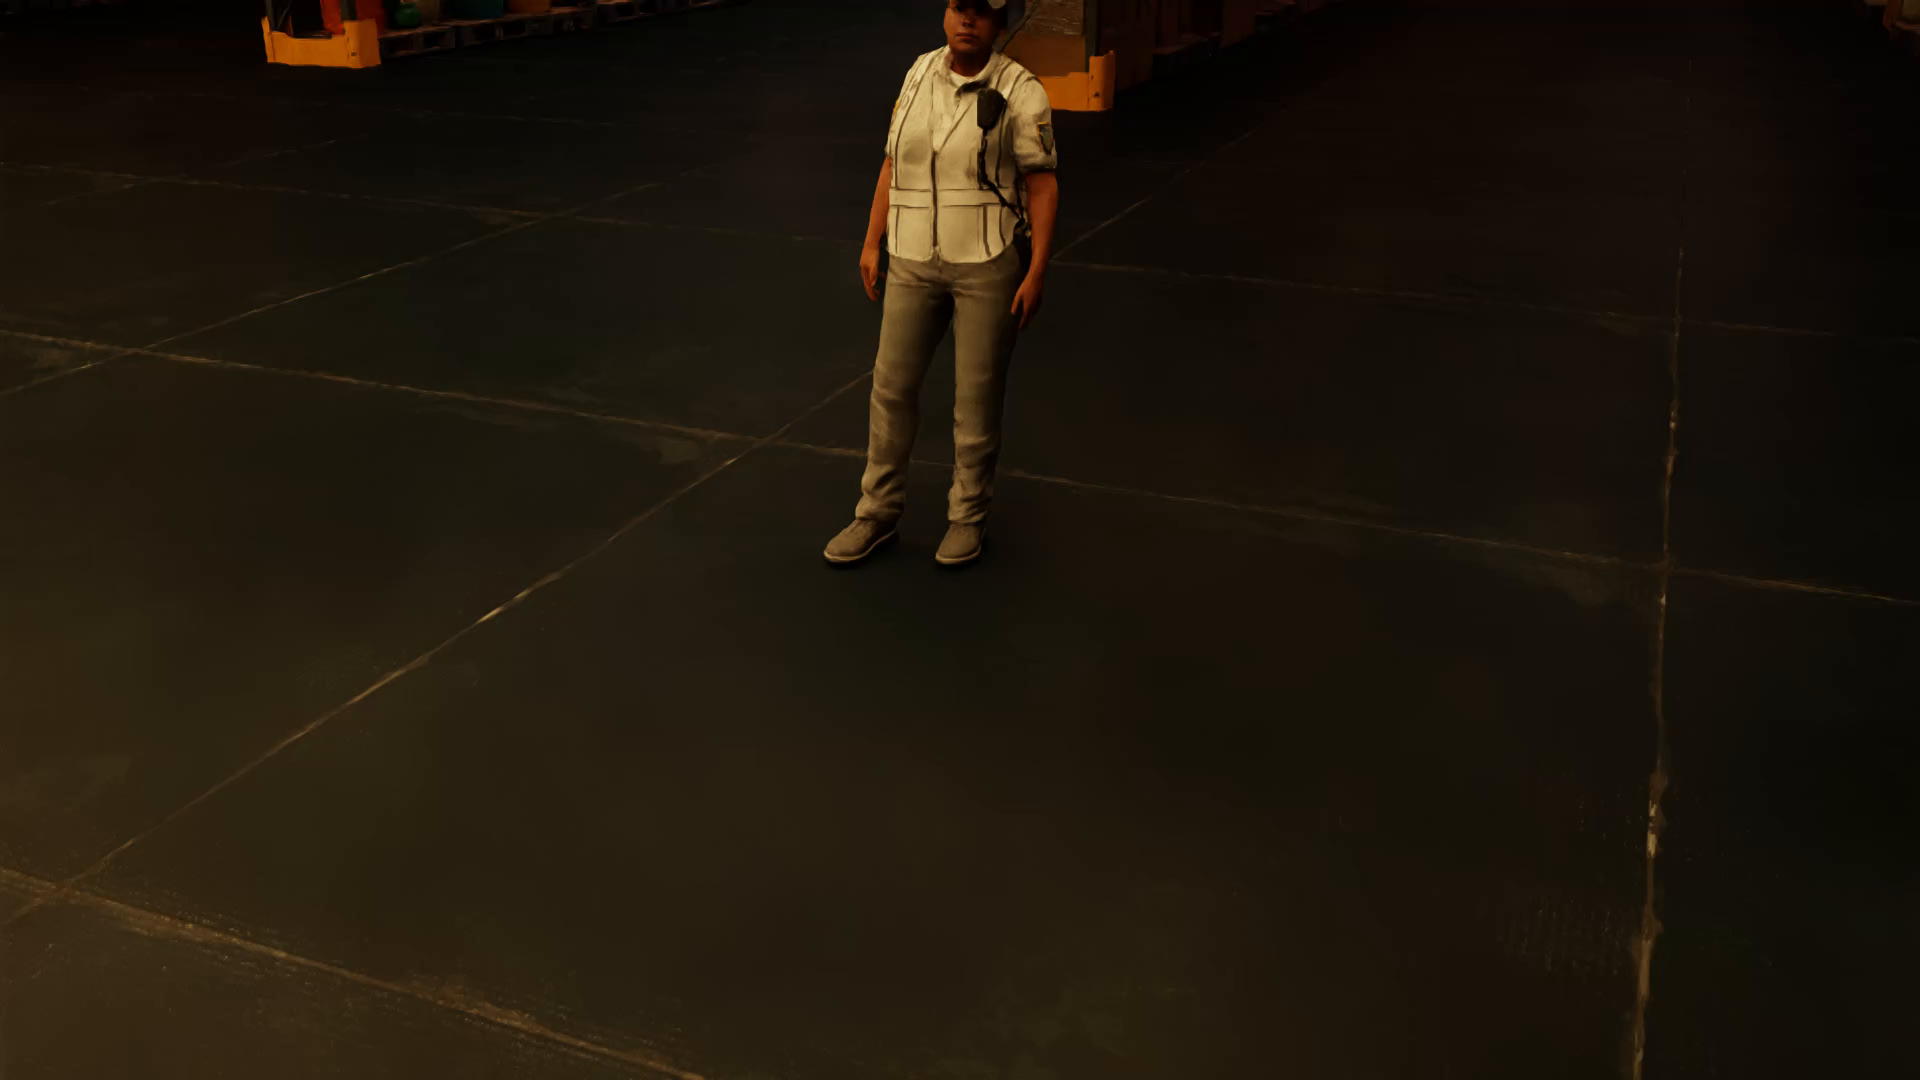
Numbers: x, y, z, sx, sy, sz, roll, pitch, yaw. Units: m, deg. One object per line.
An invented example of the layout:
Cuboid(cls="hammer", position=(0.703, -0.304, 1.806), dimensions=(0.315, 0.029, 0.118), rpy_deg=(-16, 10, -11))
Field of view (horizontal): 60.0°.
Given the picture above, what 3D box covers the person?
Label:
Cuboid(cls="person", position=(-0.050, -0.752, 4.712), dimensions=(0.598, 1.669, 0.529), rpy_deg=(9, 24, 21))
